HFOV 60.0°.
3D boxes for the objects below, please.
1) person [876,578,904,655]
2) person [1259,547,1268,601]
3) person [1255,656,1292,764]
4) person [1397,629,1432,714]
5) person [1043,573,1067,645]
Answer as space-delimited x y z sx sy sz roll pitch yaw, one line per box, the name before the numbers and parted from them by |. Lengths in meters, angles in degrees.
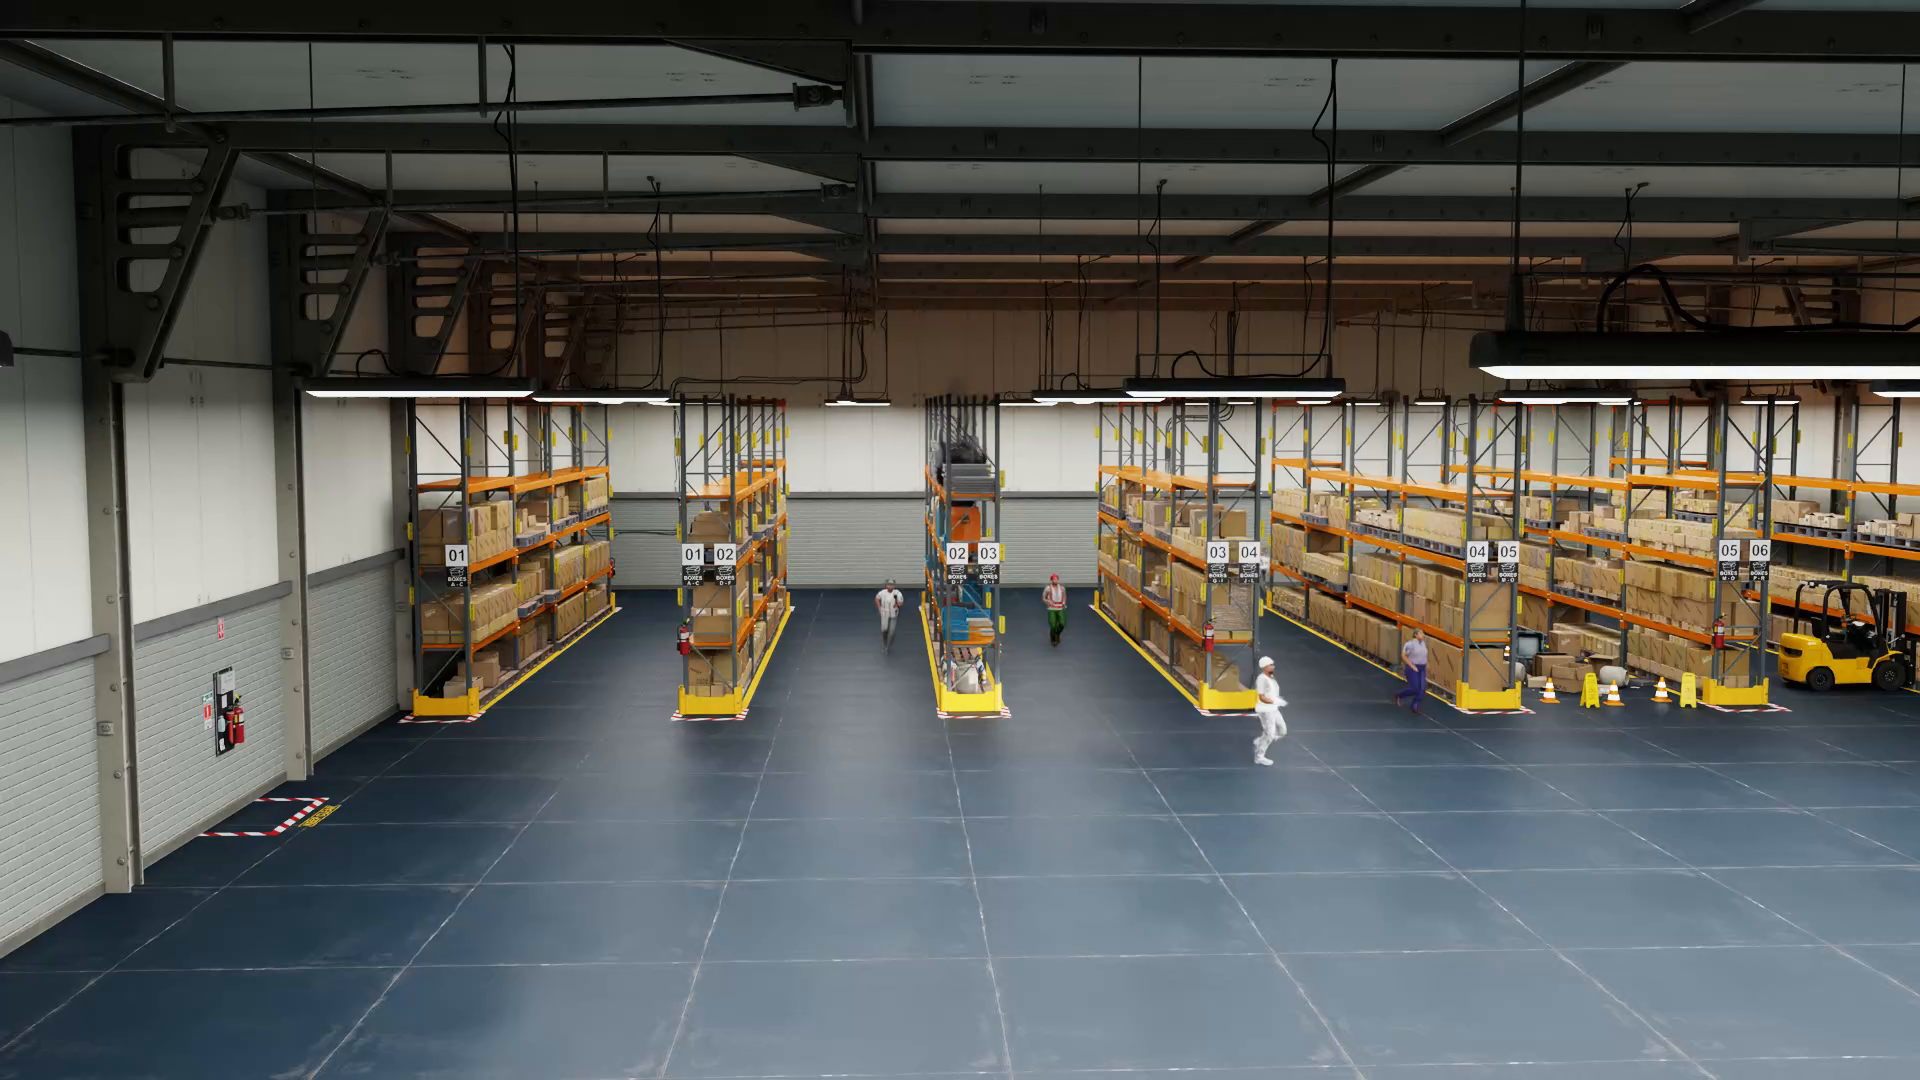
person | -1.629 1.787 38.901 0.640 1.819 0.787 0 5 -6
person | 8.842 1.044 48.871 0.840 1.722 0.619 -2 5 -26
person | 5.041 2.731 26.702 0.621 1.740 0.669 2 5 26
person | 8.595 2.468 31.326 0.594 1.581 0.541 -3 6 -36
person | 2.331 1.680 39.925 0.632 1.743 0.614 -1 5 -13
